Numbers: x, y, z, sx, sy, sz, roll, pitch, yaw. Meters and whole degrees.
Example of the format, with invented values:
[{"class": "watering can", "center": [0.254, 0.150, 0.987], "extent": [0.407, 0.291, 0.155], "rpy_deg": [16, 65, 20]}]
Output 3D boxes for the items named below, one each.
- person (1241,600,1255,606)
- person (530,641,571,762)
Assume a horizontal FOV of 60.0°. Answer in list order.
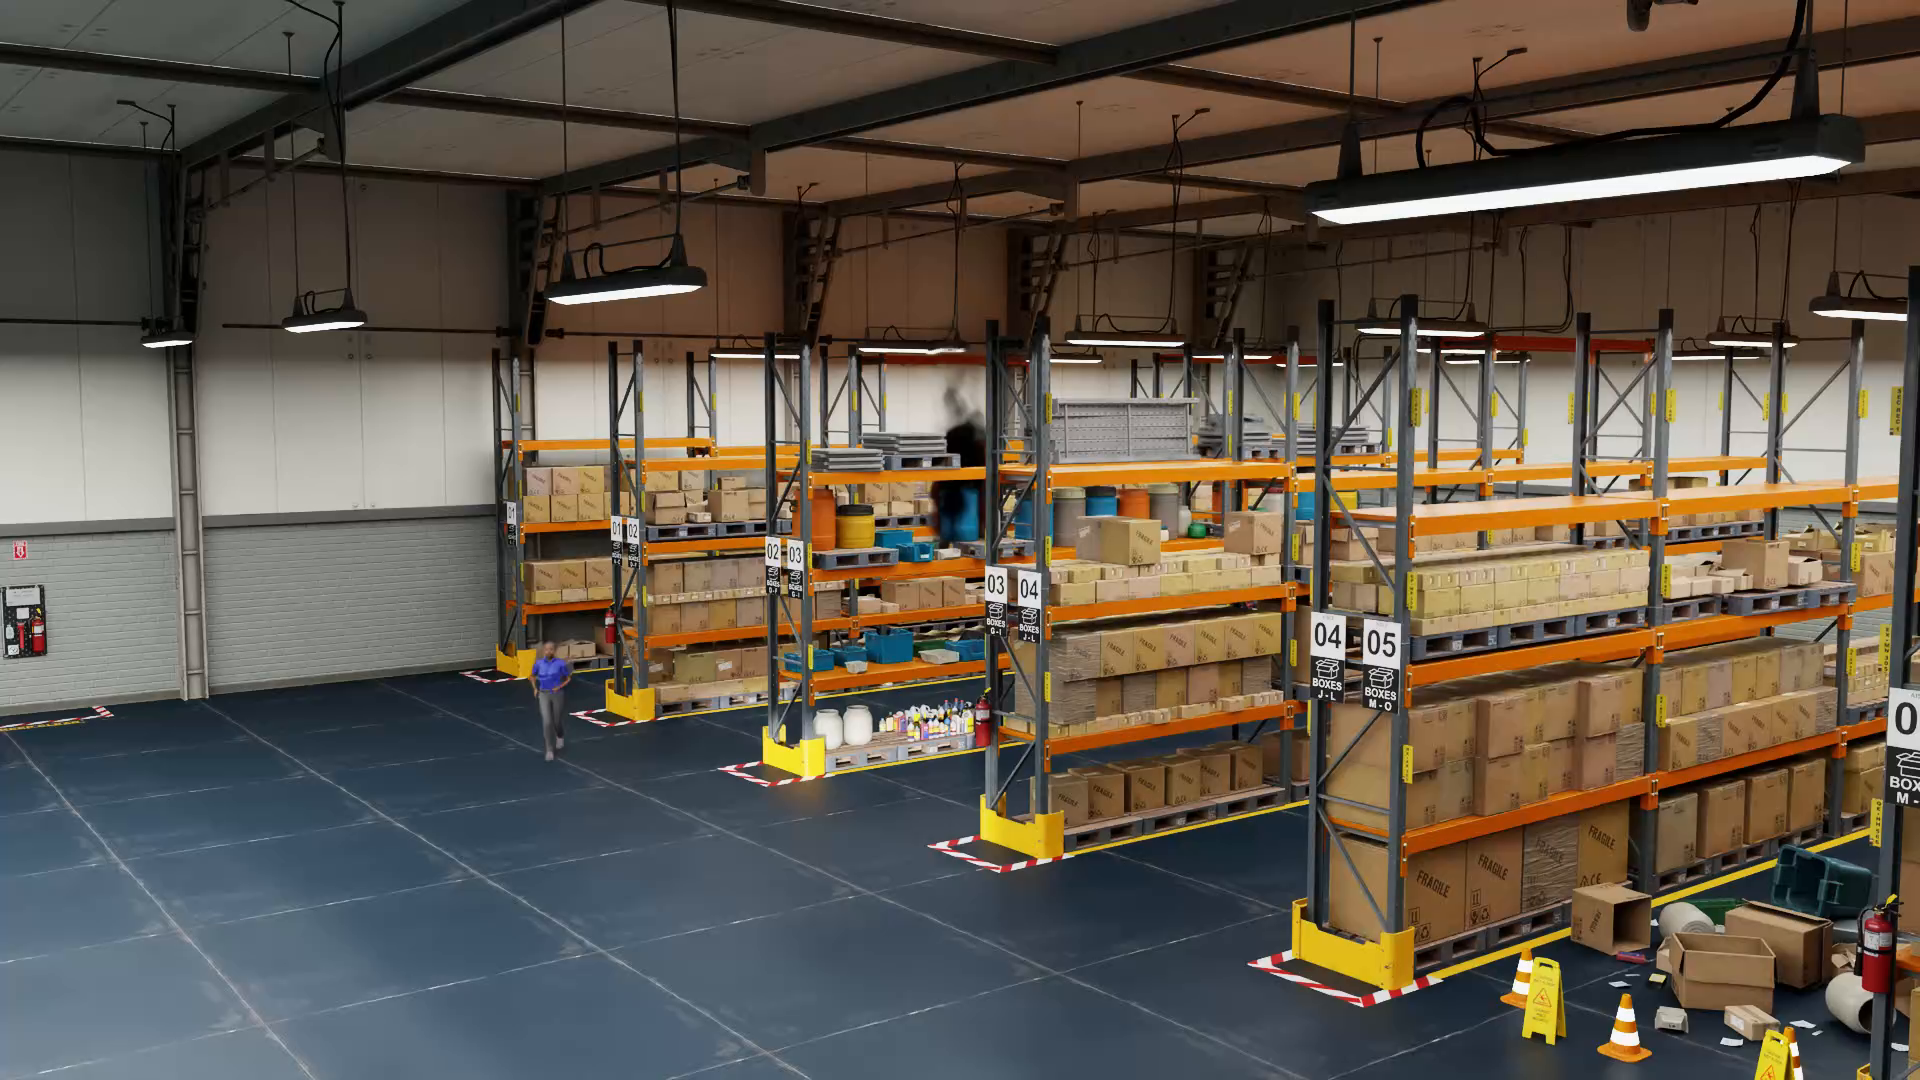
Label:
[{"class": "person", "center": [5.153, 1.602, 31.004], "extent": [0.567, 1.687, 0.667], "rpy_deg": [-3, 6, -33]}, {"class": "person", "center": [-5.841, 2.266, 23.732], "extent": [0.582, 1.661, 0.773], "rpy_deg": [-1, 5, -9]}]
